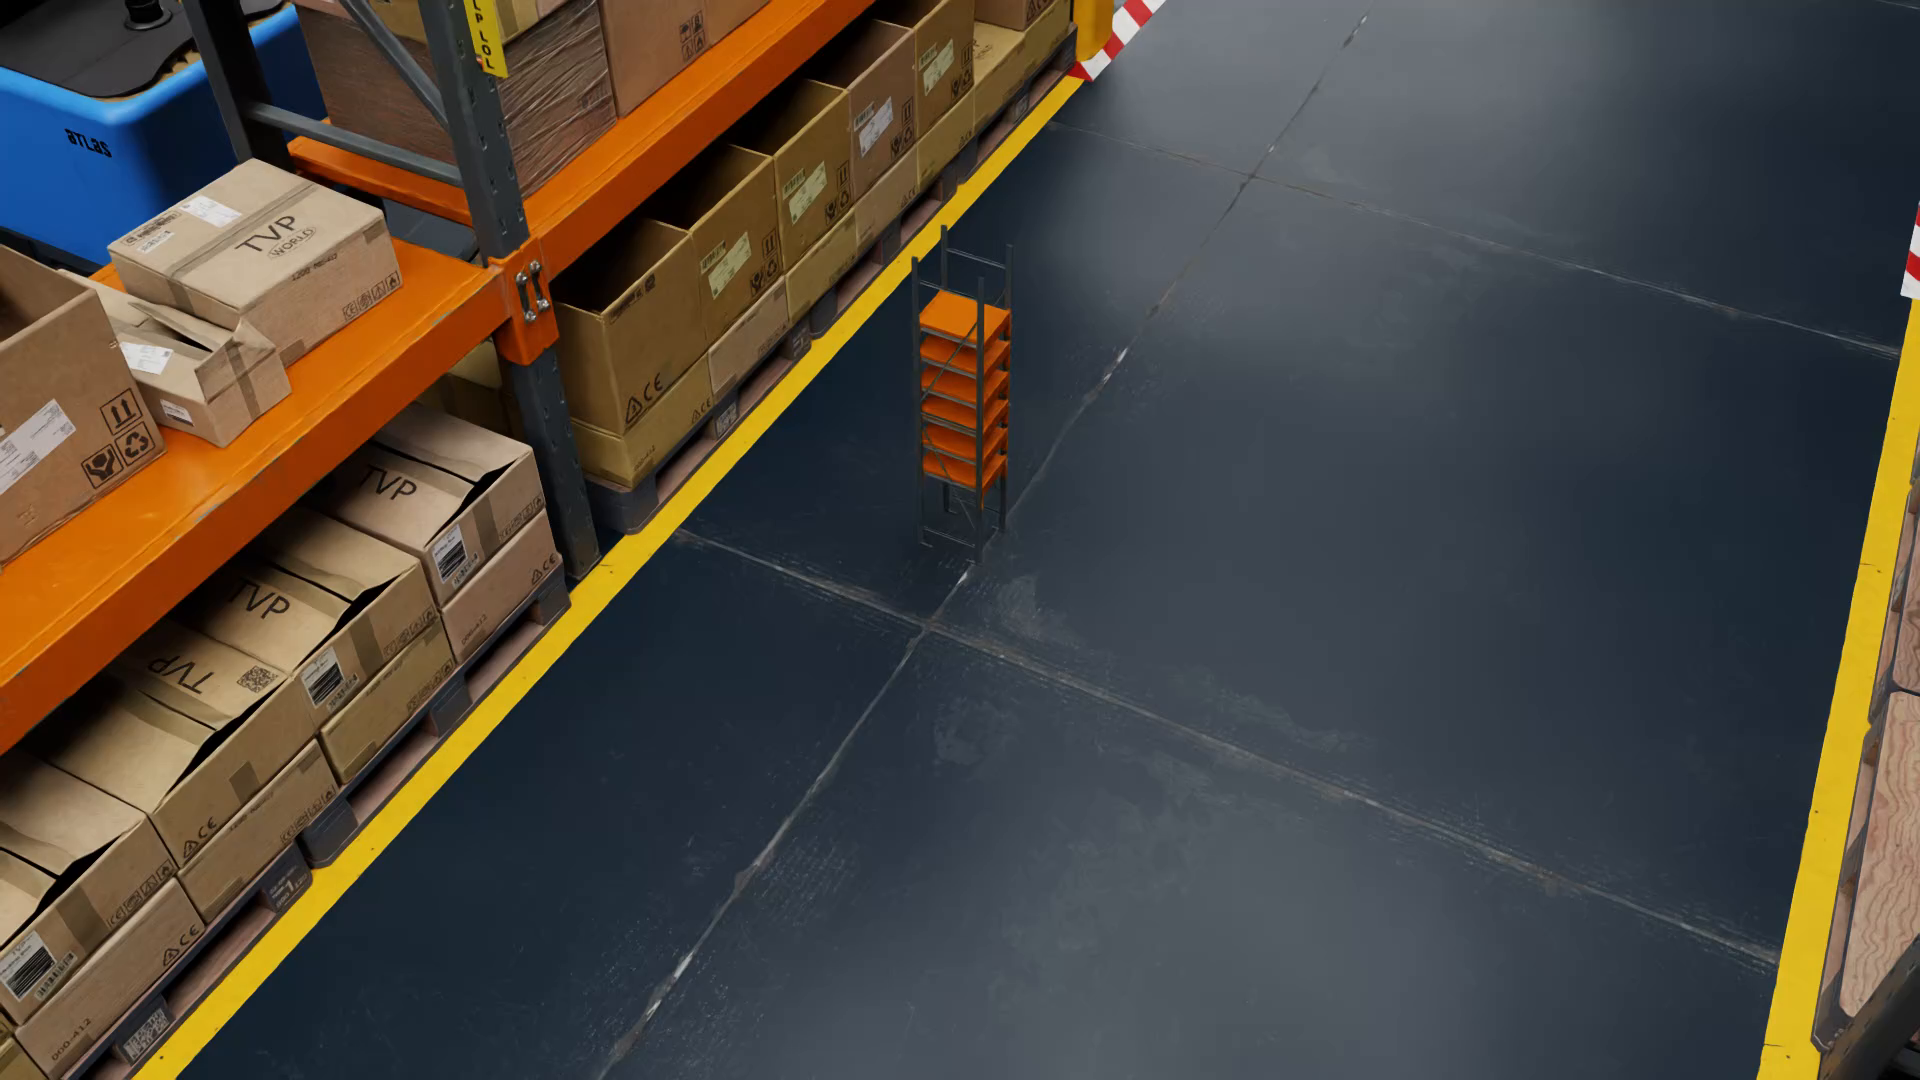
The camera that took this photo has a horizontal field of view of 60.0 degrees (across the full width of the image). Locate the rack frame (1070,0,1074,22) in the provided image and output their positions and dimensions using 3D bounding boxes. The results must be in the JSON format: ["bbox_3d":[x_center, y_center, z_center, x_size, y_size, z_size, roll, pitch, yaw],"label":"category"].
[{"bbox_3d":[0.163,-3.635,7.234,1.000,3.000,0.127,20,49,19],"label":"rack frame"}]

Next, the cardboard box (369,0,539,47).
[{"bbox_3d":[-1.398,-1.484,4.581,0.380,0.149,0.250,20,49,19],"label":"cardboard box"}]

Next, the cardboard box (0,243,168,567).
[{"bbox_3d":[-2.310,-0.340,3.907,0.500,0.500,0.500,24,50,22],"label":"cardboard box"}]

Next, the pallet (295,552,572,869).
[{"bbox_3d":[-2.002,0.342,5.264,1.003,0.211,1.213,20,49,19],"label":"pallet"}]

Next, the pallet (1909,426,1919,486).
[{"bbox_3d":[4.108,-0.474,6.070,1.003,0.211,1.213,20,49,19],"label":"pallet"}]

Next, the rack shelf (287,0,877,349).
[{"bbox_3d":[-0.766,-2.122,6.245,1.077,0.370,4.000,20,49,19],"label":"rack shelf"}]

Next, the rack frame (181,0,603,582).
[{"bbox_3d":[-1.694,-1.115,4.743,1.000,3.000,0.127,20,49,19],"label":"rack frame"}]

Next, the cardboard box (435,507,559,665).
[{"bbox_3d":[-1.630,0.060,5.219,0.500,0.250,0.500,20,49,19],"label":"cardboard box"}]

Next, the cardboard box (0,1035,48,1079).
[{"bbox_3d":[-2.579,1.344,3.951,0.500,0.250,0.500,19,48,18],"label":"cardboard box"}]

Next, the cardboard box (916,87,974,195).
[{"bbox_3d":[-0.277,-1.746,7.005,0.500,0.250,0.500,20,49,19],"label":"cardboard box"}]

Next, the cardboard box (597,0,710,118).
[{"bbox_3d":[-1.255,-1.767,5.317,0.700,0.500,0.500,20,49,19],"label":"cardboard box"}]

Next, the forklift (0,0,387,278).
[{"bbox_3d":[-3.950,-2.527,6.187,3.031,2.935,1.130,21,49,19],"label":"forklift"}]

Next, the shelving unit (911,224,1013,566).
[{"bbox_3d":[0.007,-0.431,5.332,0.258,1.200,0.189,20,49,19],"label":"shelving unit"}]

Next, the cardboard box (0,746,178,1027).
[{"bbox_3d":[-2.335,0.815,4.079,0.500,0.311,0.500,20,49,19],"label":"cardboard box"}]

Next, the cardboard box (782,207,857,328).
[{"bbox_3d":[-0.737,-1.115,6.381,0.500,0.250,0.500,20,49,19],"label":"cardboard box"}]

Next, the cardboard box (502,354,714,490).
[{"bbox_3d":[-1.210,-0.489,5.762,0.500,0.250,0.500,20,49,19],"label":"cardboard box"}]

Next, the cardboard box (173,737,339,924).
[{"bbox_3d":[-2.103,0.701,4.586,0.500,0.250,0.500,21,49,20],"label":"cardboard box"}]

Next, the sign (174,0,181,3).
[{"bbox_3d":[-2.187,-1.630,4.588,0.100,0.325,0.005,20,49,19],"label":"sign"}]

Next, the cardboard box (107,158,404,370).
[{"bbox_3d":[-1.884,-0.738,4.476,0.500,0.250,0.500,23,50,21],"label":"cardboard box"}]

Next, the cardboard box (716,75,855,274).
[{"bbox_3d":[-0.738,-1.379,6.115,0.500,0.500,0.500,20,49,19],"label":"cardboard box"}]

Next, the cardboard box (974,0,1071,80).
[{"bbox_3d":[0.175,-2.381,7.632,0.500,0.250,0.500,20,49,19],"label":"cardboard box"}]

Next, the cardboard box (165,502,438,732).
[{"bbox_3d":[-1.864,0.186,4.701,0.500,0.311,0.500,22,49,20],"label":"cardboard box"}]

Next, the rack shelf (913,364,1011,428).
[{"bbox_3d":[0.007,-0.484,5.279,0.258,0.103,0.180,20,49,19],"label":"rack shelf"}]

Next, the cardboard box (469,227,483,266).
[{"bbox_3d":[-1.430,-1.236,5.973,0.500,0.500,0.500,20,49,19],"label":"cardboard box"}]

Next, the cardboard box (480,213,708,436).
[{"bbox_3d":[-1.202,-0.749,5.492,0.500,0.500,0.500,20,49,19],"label":"cardboard box"}]

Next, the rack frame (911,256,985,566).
[{"bbox_3d":[-0.036,-0.373,5.275,0.240,1.200,0.006,20,49,19],"label":"rack frame"}]

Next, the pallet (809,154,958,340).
[{"bbox_3d":[-0.723,-1.394,6.979,1.003,0.211,1.213,20,49,19],"label":"pallet"}]

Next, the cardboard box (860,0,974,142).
[{"bbox_3d":[-0.274,-2.009,6.737,0.500,0.500,0.500,20,49,19],"label":"cardboard box"}]

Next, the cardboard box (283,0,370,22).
[{"bbox_3d":[-1.758,-1.621,4.716,0.380,0.149,0.250,20,49,19],"label":"cardboard box"}]

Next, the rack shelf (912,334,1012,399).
[{"bbox_3d":[0.007,-0.568,5.193,0.258,0.103,0.180,20,49,19],"label":"rack shelf"}]

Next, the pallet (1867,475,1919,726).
[{"bbox_3d":[3.541,0.292,5.313,1.003,0.211,1.213,20,49,19],"label":"pallet"}]

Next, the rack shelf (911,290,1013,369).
[{"bbox_3d":[0.007,-0.653,5.108,0.258,0.103,0.180,20,49,19],"label":"rack shelf"}]
